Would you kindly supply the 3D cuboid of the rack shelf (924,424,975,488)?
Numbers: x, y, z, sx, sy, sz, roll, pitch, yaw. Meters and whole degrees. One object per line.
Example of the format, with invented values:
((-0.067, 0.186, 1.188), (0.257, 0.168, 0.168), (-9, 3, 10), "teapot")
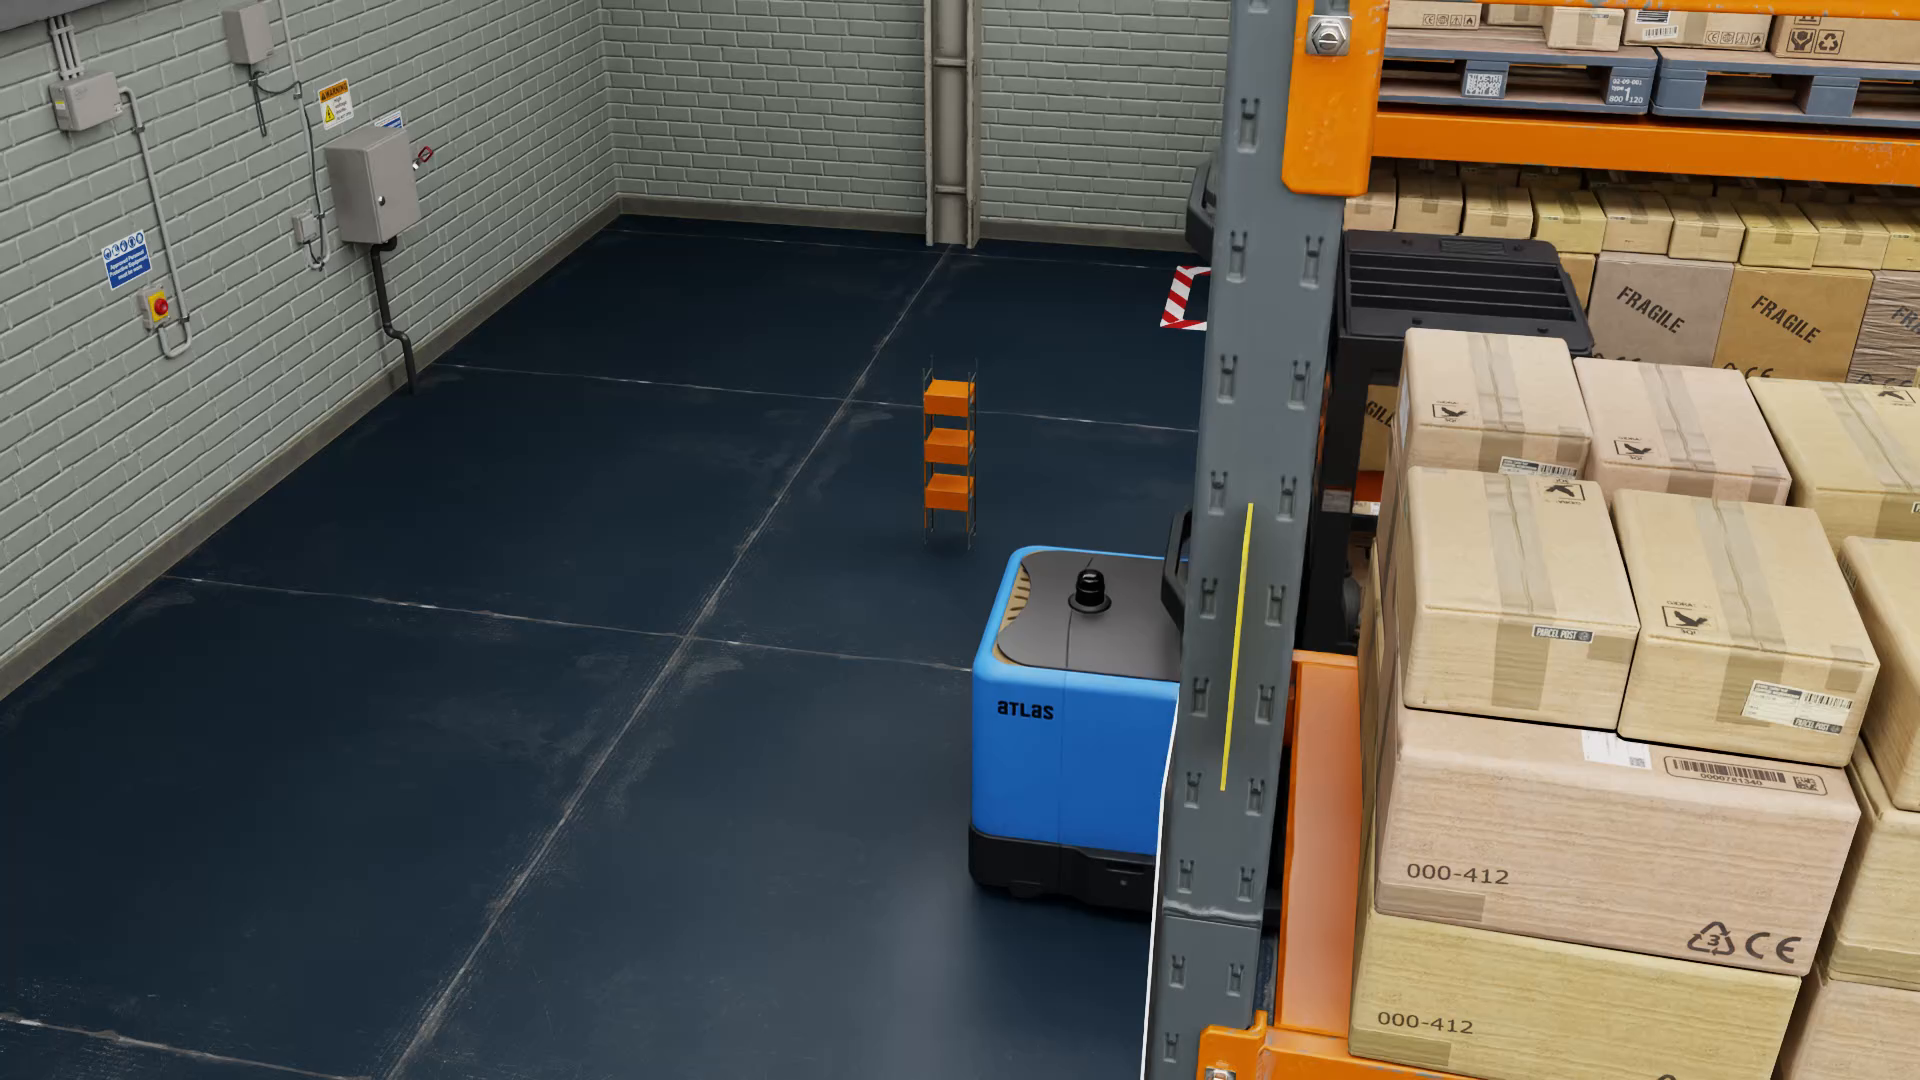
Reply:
((-0.052, -0.457, 9.013), (0.240, 0.259, 0.215), (6, 29, 11), "rack shelf")

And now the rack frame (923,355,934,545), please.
((-0.172, -0.478, 9.030), (0.008, 1.050, 0.200), (6, 29, 11), "rack frame")

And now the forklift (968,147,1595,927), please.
((1.602, 0.030, 6.144), (3.031, 2.935, 1.130), (5, 29, 10), "forklift")

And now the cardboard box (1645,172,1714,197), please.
((3.011, -1.491, 7.028), (0.250, 0.149, 0.380), (7, 29, 12), "cardboard box")

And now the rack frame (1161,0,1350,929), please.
((0.424, -1.064, 1.824), (0.127, 3.000, 1.000), (6, 29, 11), "rack frame")

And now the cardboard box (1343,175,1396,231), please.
((1.648, -1.369, 6.807), (0.250, 0.149, 0.380), (6, 29, 12), "cardboard box")

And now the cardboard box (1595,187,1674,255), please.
((2.679, -1.277, 6.638), (0.250, 0.149, 0.380), (6, 29, 11), "cardboard box")

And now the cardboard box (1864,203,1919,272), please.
((3.666, -1.173, 6.448), (0.250, 0.149, 0.380), (5, 29, 9), "cardboard box")

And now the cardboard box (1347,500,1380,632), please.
((2.025, 0.191, 8.008), (0.875, 0.438, 0.875), (5, 29, 9), "cardboard box")

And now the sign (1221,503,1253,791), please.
((0.311, 0.123, 1.868), (0.005, 0.325, 0.100), (6, 29, 11), "sign")

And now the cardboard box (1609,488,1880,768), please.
((0.939, 0.096, 2.047), (0.250, 0.149, 0.380), (7, 29, 13), "cardboard box")

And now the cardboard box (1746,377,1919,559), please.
((1.282, -0.086, 2.380), (0.250, 0.149, 0.380), (5, 29, 9), "cardboard box")

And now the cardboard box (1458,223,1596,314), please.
((2.276, -1.020, 6.844), (0.500, 0.500, 0.500), (5, 29, 9), "cardboard box")

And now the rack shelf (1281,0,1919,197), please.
((2.380, -0.547, 1.631), (4.000, 0.370, 1.077), (6, 29, 11), "rack shelf")

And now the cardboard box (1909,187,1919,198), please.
((4.019, -1.405, 6.872), (0.250, 0.149, 0.380), (5, 29, 9), "cardboard box")

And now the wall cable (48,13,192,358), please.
((-4.160, -1.782, 8.290), (0.123, 1.953, 0.585), (6, 29, 11), "wall cable")

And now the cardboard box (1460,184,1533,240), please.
((2.150, -1.296, 6.674), (0.250, 0.149, 0.380), (7, 29, 12), "cardboard box")

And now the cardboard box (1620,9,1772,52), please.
((2.812, -2.099, 6.388), (0.500, 0.311, 0.500), (6, 29, 11), "cardboard box")

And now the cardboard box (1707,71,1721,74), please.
((4.903, -3.366, 11.340), (0.500, 0.500, 0.500), (5, 29, 9), "cardboard box")

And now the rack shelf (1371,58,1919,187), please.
((3.315, -1.567, 6.615), (4.000, 0.370, 1.077), (6, 29, 11), "rack shelf")

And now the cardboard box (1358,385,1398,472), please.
((1.768, -0.629, 7.171), (0.500, 0.500, 0.500), (6, 29, 10), "cardboard box")

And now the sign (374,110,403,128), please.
((-3.678, -2.505, 10.801), (0.001, 0.494, 0.329), (6, 29, 11), "sign")

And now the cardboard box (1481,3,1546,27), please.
((2.244, -2.194, 6.731), (0.250, 0.149, 0.380), (4, 29, 7), "cardboard box")

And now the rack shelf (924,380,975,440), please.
((-0.052, -0.705, 8.877), (0.240, 0.259, 0.215), (6, 29, 11), "rack shelf")

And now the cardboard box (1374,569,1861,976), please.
((0.809, 0.265, 2.155), (0.500, 0.250, 0.500), (6, 29, 11), "cardboard box")

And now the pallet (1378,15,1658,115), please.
((2.087, -1.975, 6.703), (1.213, 0.211, 1.003), (6, 29, 11), "pallet")

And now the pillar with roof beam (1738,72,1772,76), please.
((4.912, -3.801, 6.822), (0.400, 9.000, 9.100), (6, 29, 11), "pillar with roof beam")

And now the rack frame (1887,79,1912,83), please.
((6.304, -2.698, 11.055), (0.127, 3.000, 1.000), (6, 29, 11), "rack frame")

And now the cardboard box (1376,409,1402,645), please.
((0.928, 0.024, 2.594), (0.500, 0.250, 0.500), (5, 29, 9), "cardboard box")

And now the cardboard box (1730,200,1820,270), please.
((3.156, -1.194, 6.486), (0.250, 0.149, 0.380), (5, 29, 9), "cardboard box")

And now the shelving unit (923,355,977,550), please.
((-0.052, -0.466, 9.008), (0.252, 1.050, 0.215), (6, 29, 11), "shelving unit")

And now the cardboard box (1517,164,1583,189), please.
((2.513, -1.548, 7.133), (0.250, 0.149, 0.380), (7, 29, 12), "cardboard box")

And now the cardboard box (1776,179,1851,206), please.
((3.531, -1.449, 6.952), (0.250, 0.149, 0.380), (6, 29, 11), "cardboard box")

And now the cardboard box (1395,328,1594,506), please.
((0.810, -0.182, 2.555), (0.250, 0.149, 0.380), (6, 29, 10), "cardboard box")

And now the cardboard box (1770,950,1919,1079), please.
((1.324, 0.537, 2.178), (0.500, 0.250, 0.500), (7, 29, 12), "cardboard box")

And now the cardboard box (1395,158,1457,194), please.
((2.005, -1.579, 7.189), (0.250, 0.149, 0.380), (6, 29, 11), "cardboard box")

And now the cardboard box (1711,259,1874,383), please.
((3.269, -0.922, 6.666), (0.500, 0.500, 0.500), (6, 29, 11), "cardboard box")
